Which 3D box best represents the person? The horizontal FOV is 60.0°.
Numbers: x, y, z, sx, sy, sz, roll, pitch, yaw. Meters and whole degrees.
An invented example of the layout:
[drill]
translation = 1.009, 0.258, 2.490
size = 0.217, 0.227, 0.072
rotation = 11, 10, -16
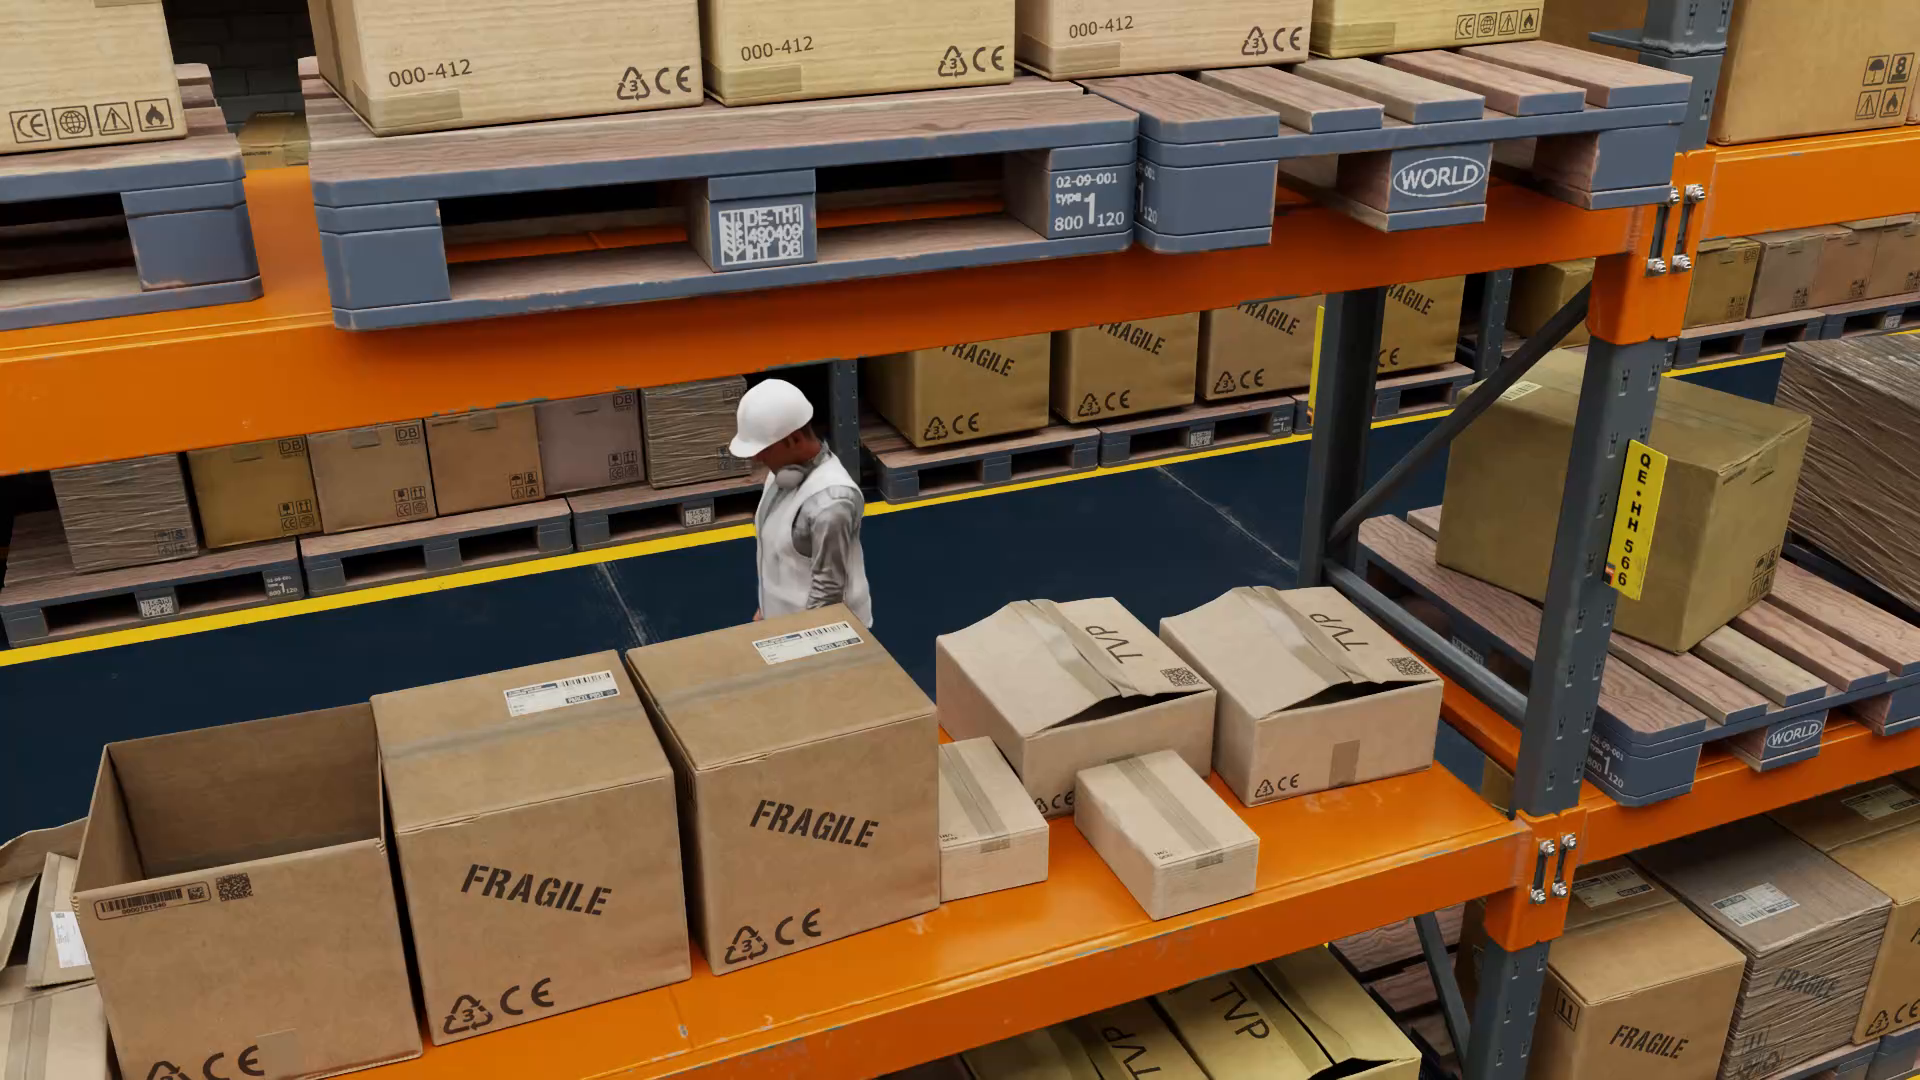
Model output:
[person]
translation = -0.517, 0.281, 5.543
size = 0.427, 1.743, 0.549
rotation = -10, 27, -19
